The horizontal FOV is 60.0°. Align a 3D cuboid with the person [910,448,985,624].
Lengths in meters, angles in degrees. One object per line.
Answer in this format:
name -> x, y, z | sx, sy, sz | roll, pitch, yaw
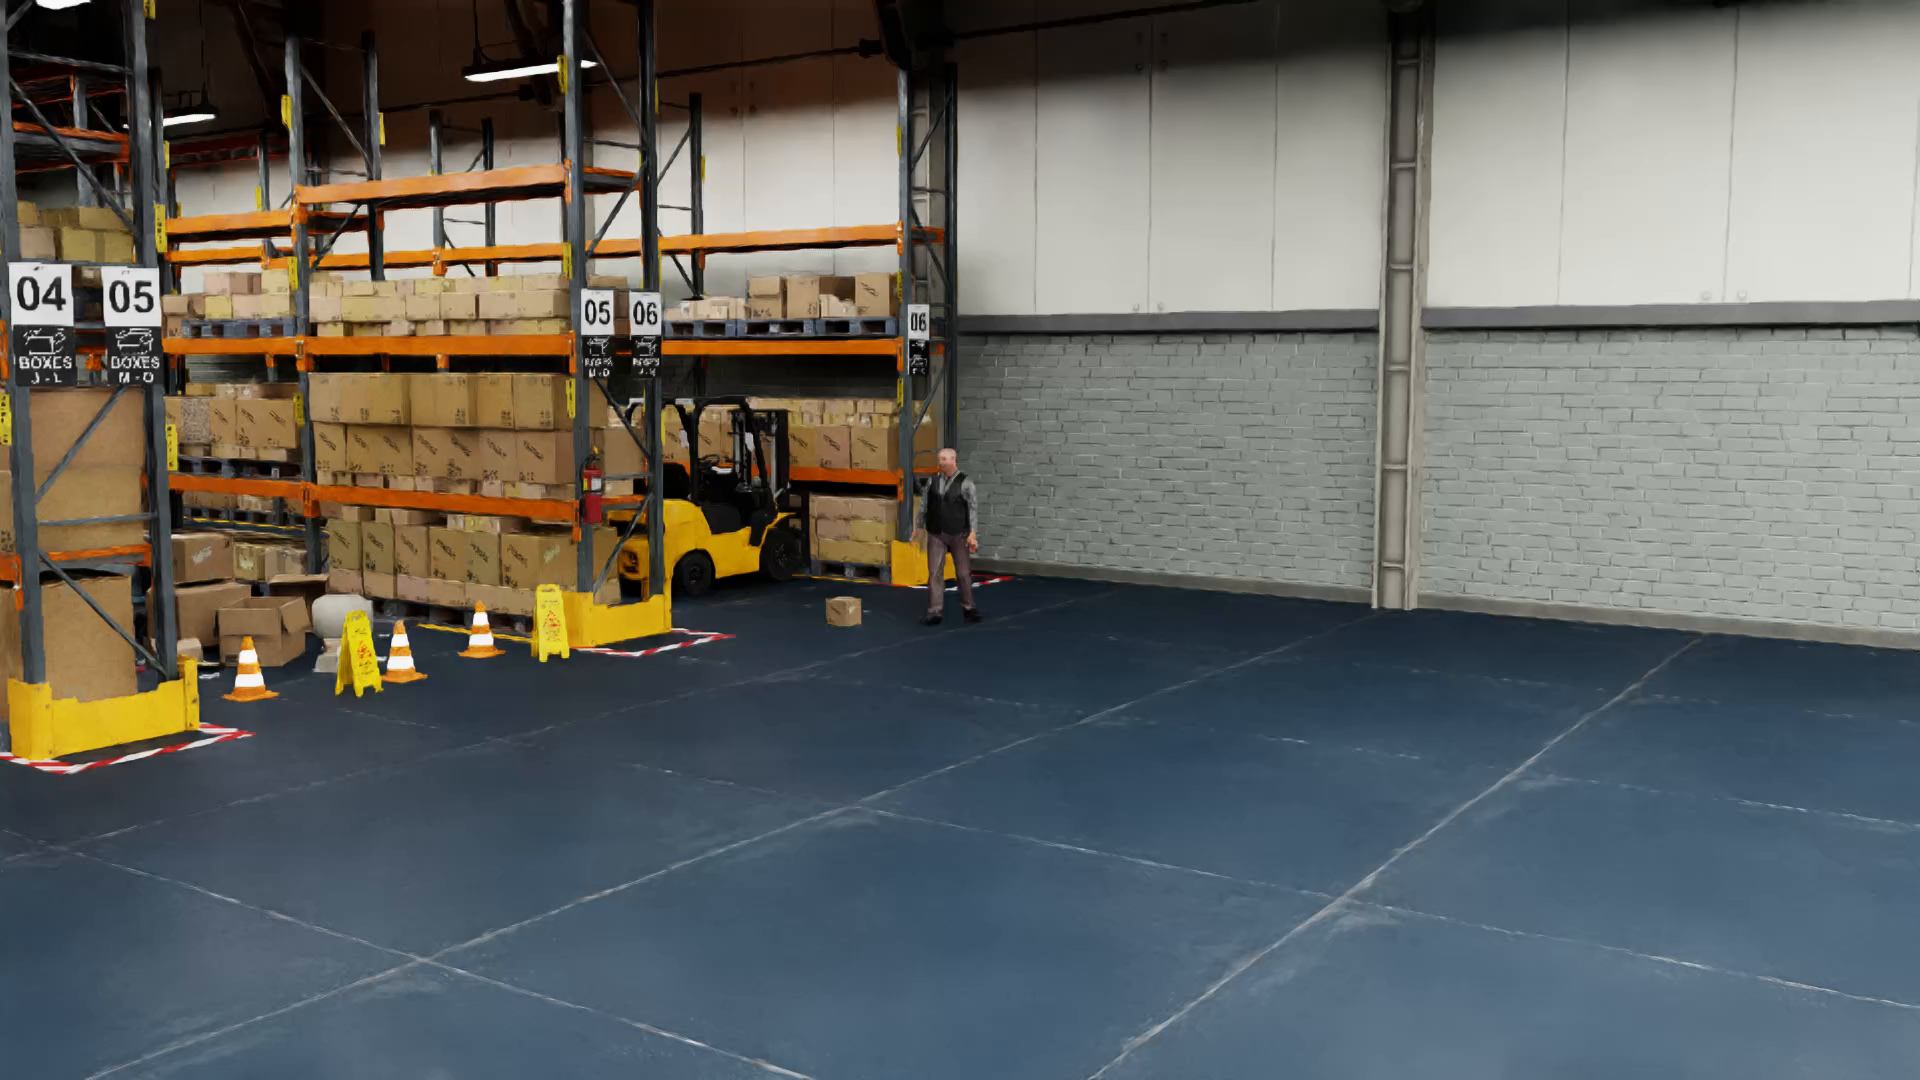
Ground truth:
person -> -0.149, -0.041, 16.254 | 0.740, 1.723, 0.636 | 2, 7, 17
